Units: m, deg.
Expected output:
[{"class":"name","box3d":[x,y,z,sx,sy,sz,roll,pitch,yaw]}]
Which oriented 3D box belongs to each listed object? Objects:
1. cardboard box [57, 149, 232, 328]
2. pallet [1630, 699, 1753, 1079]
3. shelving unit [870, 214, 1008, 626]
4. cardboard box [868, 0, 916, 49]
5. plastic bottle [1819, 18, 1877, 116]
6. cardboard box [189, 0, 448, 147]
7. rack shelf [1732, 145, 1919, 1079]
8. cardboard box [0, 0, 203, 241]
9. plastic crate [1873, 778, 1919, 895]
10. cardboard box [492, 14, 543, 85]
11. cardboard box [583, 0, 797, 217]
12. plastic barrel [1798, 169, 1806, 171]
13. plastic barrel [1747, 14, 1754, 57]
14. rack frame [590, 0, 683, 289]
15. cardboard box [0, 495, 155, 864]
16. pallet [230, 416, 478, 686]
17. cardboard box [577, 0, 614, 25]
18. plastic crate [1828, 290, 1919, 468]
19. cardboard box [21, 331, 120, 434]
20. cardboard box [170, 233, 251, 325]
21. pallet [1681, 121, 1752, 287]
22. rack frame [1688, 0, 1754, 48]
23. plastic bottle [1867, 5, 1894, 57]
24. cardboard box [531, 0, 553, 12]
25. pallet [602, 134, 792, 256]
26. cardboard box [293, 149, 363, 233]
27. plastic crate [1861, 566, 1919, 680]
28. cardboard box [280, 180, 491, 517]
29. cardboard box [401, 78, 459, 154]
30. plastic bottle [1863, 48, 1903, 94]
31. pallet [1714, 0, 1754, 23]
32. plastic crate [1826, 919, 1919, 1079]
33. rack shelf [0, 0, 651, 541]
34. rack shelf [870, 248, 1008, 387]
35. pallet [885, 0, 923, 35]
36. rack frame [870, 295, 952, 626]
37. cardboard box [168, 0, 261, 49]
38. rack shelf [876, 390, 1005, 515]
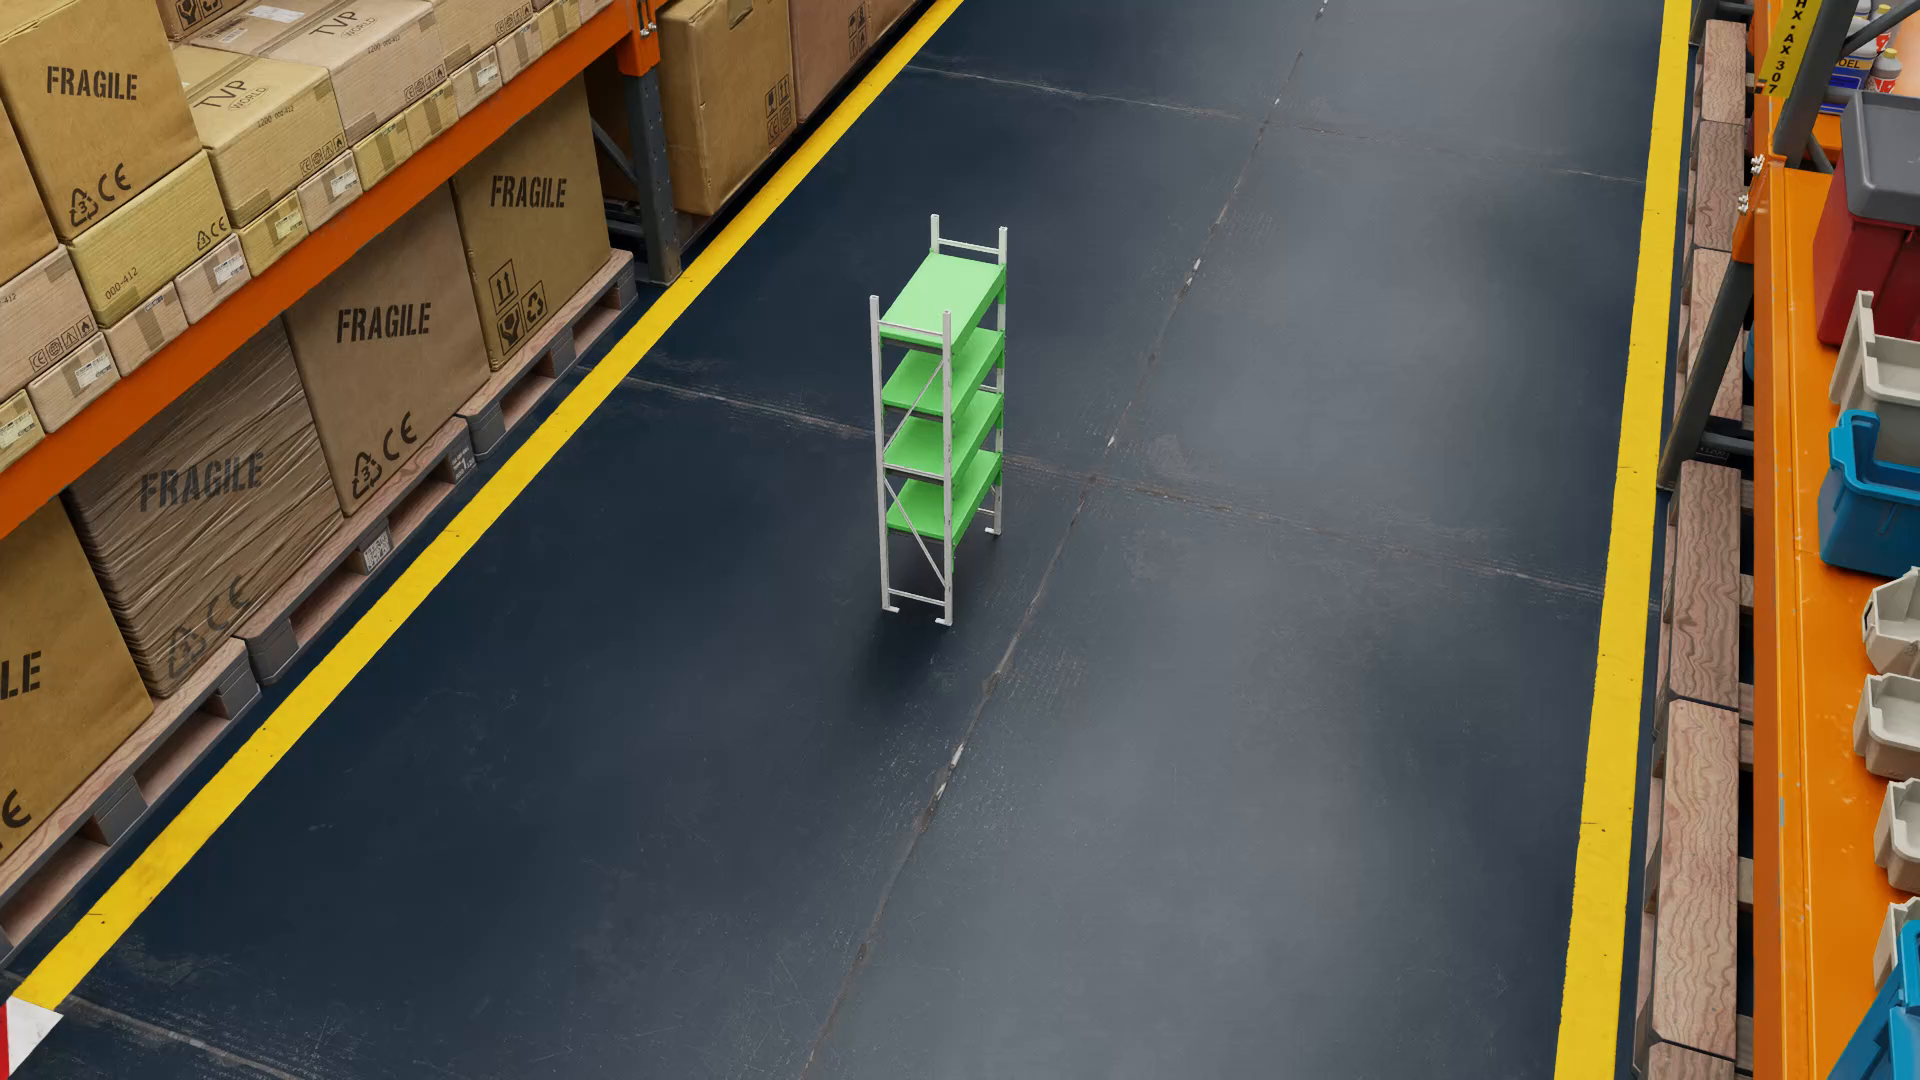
[{"class":"cardboard box","box3d":[-2.274,-0.820,4.286,0.500,0.250,0.500,12,42,14]},{"class":"pallet","box3d":[2.353,1.018,4.395,1.003,0.211,1.213,13,42,15]},{"class":"shelving unit","box3d":[-0.057,-0.355,5.242,0.258,1.200,0.503,13,42,15]},{"class":"cardboard box","box3d":[-0.870,-3.179,8.479,1.225,0.875,0.875,13,42,15]},{"class":"plastic bottle","box3d":[2.815,-1.512,5.306,0.152,0.276,0.135,13,42,15]},{"class":"cardboard box","box3d":[-1.924,-1.447,5.022,0.500,0.250,0.500,14,42,16]},{"class":"rack shelf","box3d":[2.300,0.247,3.704,1.077,0.370,4.000,13,42,15]},{"class":"cardboard box","box3d":[-2.278,-1.103,4.040,0.500,0.500,0.500,12,42,14]},{"class":"plastic crate","box3d":[1.837,0.559,2.940,0.396,0.136,0.243,13,42,15]},{"class":"cardboard box","box3d":[-1.643,-1.678,5.600,0.380,0.149,0.250,13,42,14]},{"class":"cardboard box","box3d":[-1.471,-2.092,7.205,1.225,0.875,0.875,13,42,15]},{"class":"plastic barrel","box3d":[3.428,-1.368,6.336,0.600,0.901,0.708,13,42,15]},{"class":"plastic barrel","box3d":[4.200,-2.719,7.974,0.600,0.830,0.708,13,42,15]},{"class":"rack frame","box3d":[-1.671,-2.346,6.189,1.000,3.000,0.127,13,42,15]},{"class":"cardboard box","box3d":[-2.895,0.334,4.361,0.875,0.875,0.875,13,42,15]},{"class":"pallet","box3d":[-2.420,-0.092,5.696,1.003,0.211,1.213,13,42,15]},{"class":"cardboard box","box3d":[-1.467,-1.992,5.967,0.380,0.149,0.250,14,42,15]},{"class":"plastic crate","box3d":[2.288,-0.334,3.876,0.437,0.282,0.530,13,42,15]},{"class":"cardboard box","box3d":[-2.345,-0.427,4.132,0.380,0.149,0.250,13,42,14]},{"class":"cardboard box","box3d":[-2.170,-0.739,4.499,0.380,0.149,0.250,13,42,15]},{"class":"pallet","box3d":[3.702,-1.394,7.221,1.003,0.211,1.213,13,42,15]},{"class":"rack frame","box3d":[4.352,-3.687,7.760,1.000,3.000,0.127,13,42,15]},{"class":"plastic bottle","box3d":[3.063,-1.690,5.573,0.097,0.201,0.097,0,40,0]},{"class":"cardboard box","box3d":[-1.575,-2.075,5.757,0.500,0.250,0.500,13,42,14]},{"class":"pallet","box3d":[-1.478,-1.773,7.665,1.003,0.211,1.213,13,42,15]},{"class":"cardboard box","box3d":[-1.994,-1.053,4.867,0.380,0.149,0.250,14,42,16]},{"class":"plastic crate","box3d":[1.993,0.199,3.362,0.298,0.136,0.250,13,42,15]},{"class":"cardboard box","box3d":[-2.279,-0.764,5.648,0.875,0.875,0.875,13,42,15]},{"class":"cardboard box","box3d":[-1.819,-1.364,5.231,0.380,0.149,0.250,14,42,16]},{"class":"plastic bottle","box3d":[2.938,-1.467,5.312,0.097,0.201,0.097,0,40,0]},{"class":"pallet","box3d":[4.653,-3.090,9.209,1.003,0.211,1.213,13,42,15]},{"class":"plastic crate","box3d":[1.555,0.911,2.298,0.616,0.435,0.499,13,42,15]},{"class":"rack shelf","box3d":[-2.355,-0.853,4.993,1.077,0.370,4.000,13,42,15]},{"class":"rack shelf","box3d":[-0.057,-0.672,4.972,0.258,0.148,0.480,13,42,15]},{"class":"pallet","box3d":[-0.643,-3.261,9.409,1.003,0.211,1.213,13,42,15]},{"class":"rack frame","box3d":[-0.140,-0.207,5.068,0.240,1.200,0.015,13,42,15]},{"class":"cardboard box","box3d":[-2.424,-1.554,5.147,0.500,0.250,0.500,14,43,16]},{"class":"rack shelf","box3d":[-0.057,-0.307,5.284,0.258,0.148,0.480,13,42,15]}]
